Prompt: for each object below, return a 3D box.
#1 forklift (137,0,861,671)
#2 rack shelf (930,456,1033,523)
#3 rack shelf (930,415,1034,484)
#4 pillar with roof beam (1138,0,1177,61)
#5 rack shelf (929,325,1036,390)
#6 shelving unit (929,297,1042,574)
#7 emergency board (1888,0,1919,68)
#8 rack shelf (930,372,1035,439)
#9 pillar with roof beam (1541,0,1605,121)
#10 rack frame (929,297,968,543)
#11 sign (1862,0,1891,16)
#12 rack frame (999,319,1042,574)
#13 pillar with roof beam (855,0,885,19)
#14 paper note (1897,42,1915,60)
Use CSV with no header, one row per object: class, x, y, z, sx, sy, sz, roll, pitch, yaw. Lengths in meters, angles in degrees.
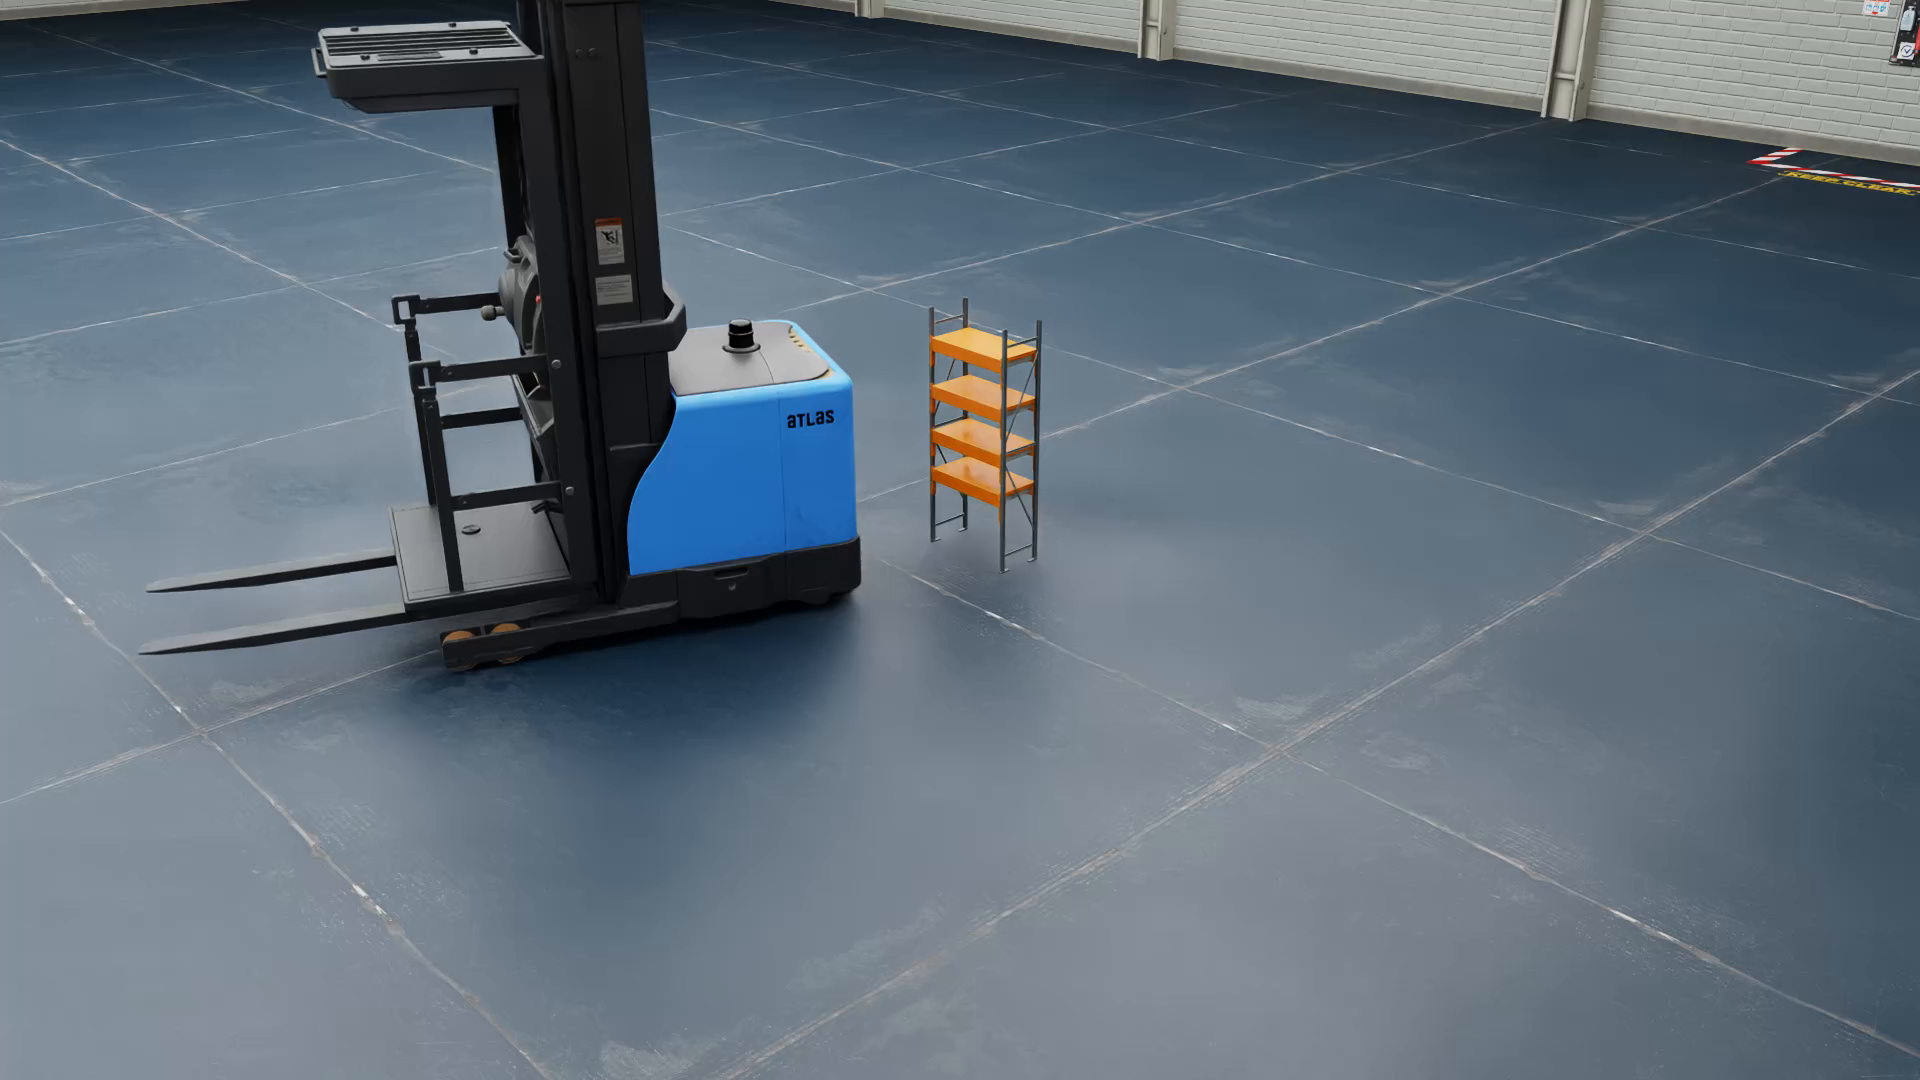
forklift,-2.025,-1.027,6.970,3.031,2.935,1.130,-9,26,-19
rack shelf,0.113,-0.254,8.001,0.258,0.148,0.480,-21,32,-38
rack shelf,0.113,-0.435,7.919,0.258,0.148,0.480,-21,32,-38
pillar with roof beam,-0.479,-9.429,18.077,9.100,9.000,0.400,-21,32,-38
rack shelf,0.113,-0.853,7.728,0.258,0.148,0.480,-21,32,-38
shelving unit,0.113,-0.496,7.891,0.258,1.200,0.503,-21,32,-38
emergency board,9.211,-5.053,15.712,0.157,1.169,0.626,-21,32,-38
rack shelf,0.113,-0.638,7.826,0.258,0.148,0.480,-21,32,-38
pillar with roof beam,3.621,-7.611,14.092,9.100,9.000,0.400,-21,32,-38
rack frame,-0.054,-0.570,8.053,0.240,1.200,0.015,-21,32,-38
sign,8.901,-5.258,16.118,0.001,0.329,0.234,-21,32,-38
rack frame,0.280,-0.422,7.729,0.240,1.200,0.015,-21,32,-38
pillar with roof beam,-4.580,-11.247,22.062,9.100,9.000,0.400,-21,32,-38
paper note,9.133,-4.717,16.038,0.016,0.148,0.142,-21,32,-38
